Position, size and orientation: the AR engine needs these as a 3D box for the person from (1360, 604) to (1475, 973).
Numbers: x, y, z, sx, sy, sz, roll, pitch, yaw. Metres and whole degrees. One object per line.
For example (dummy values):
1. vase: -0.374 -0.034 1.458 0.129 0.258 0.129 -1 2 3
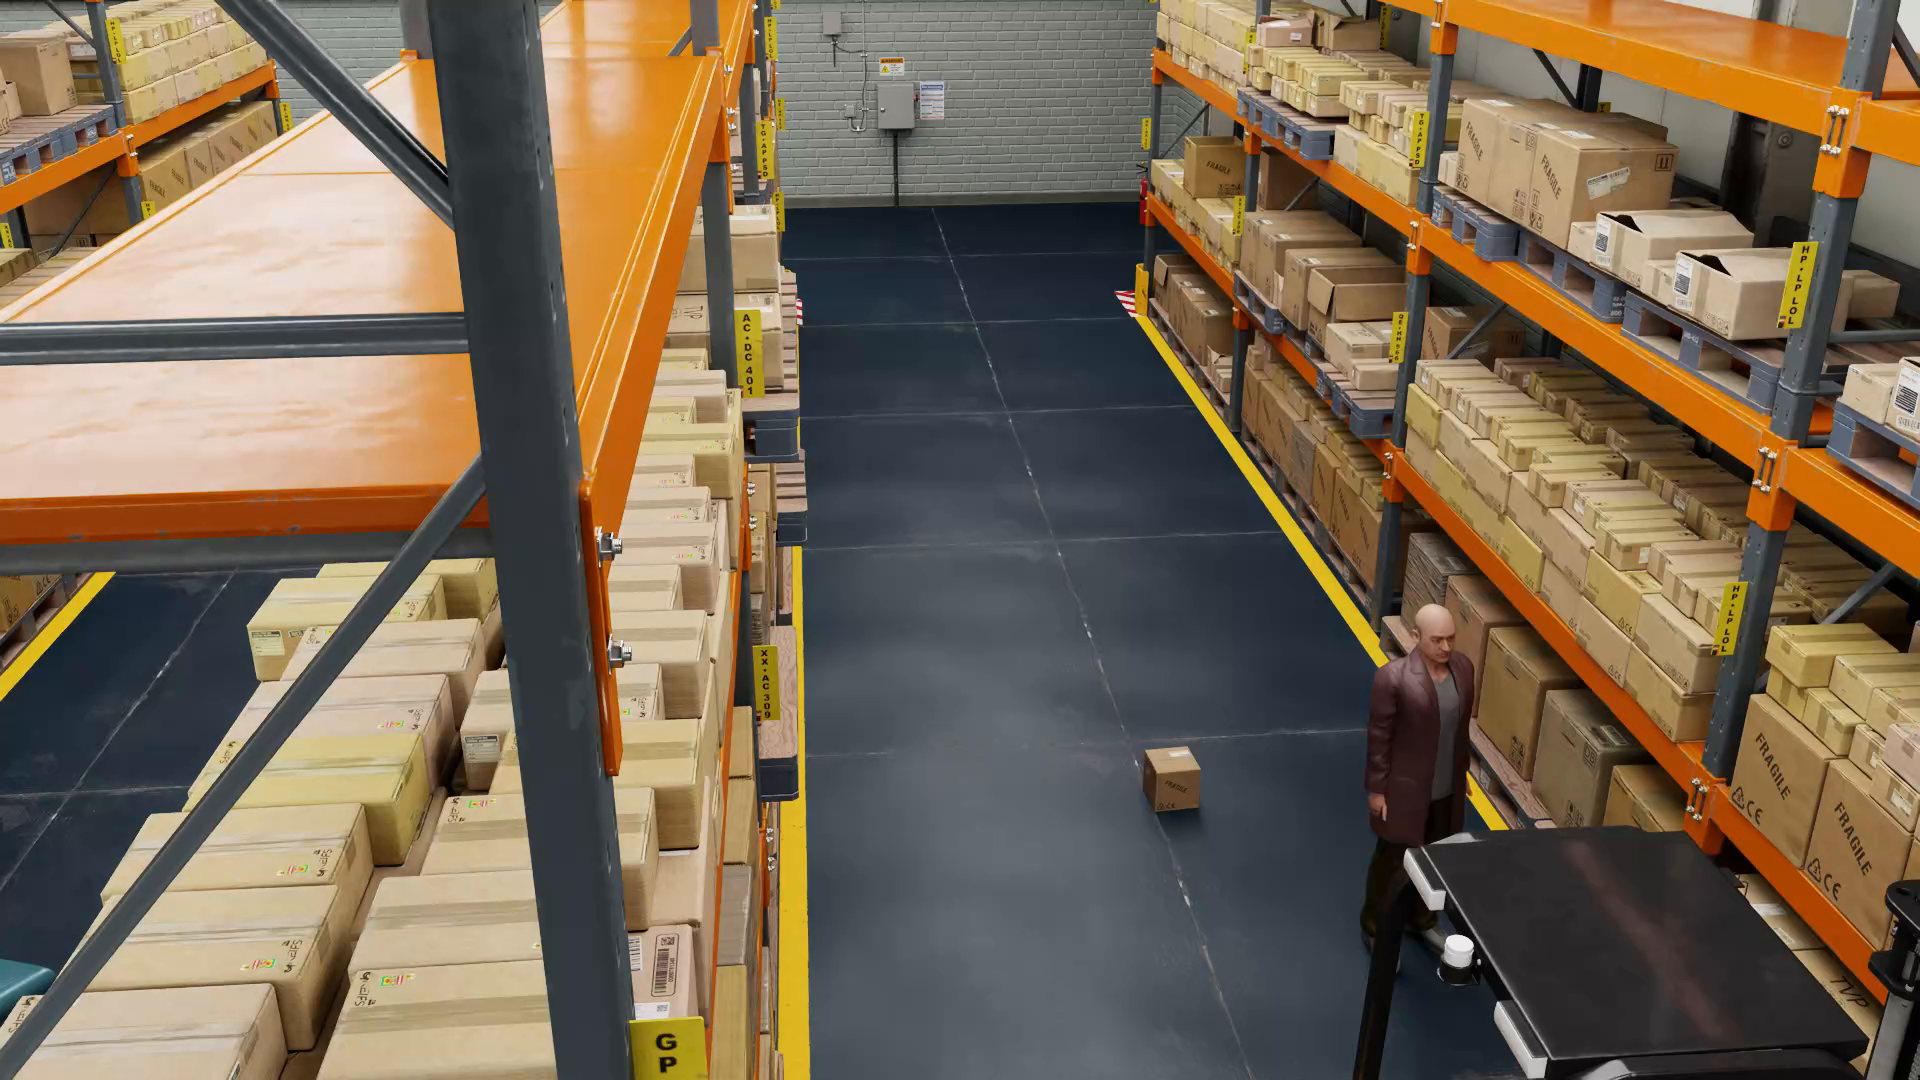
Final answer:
1. person: 2.153 1.145 7.702 0.566 1.785 0.396 -9 25 -20
